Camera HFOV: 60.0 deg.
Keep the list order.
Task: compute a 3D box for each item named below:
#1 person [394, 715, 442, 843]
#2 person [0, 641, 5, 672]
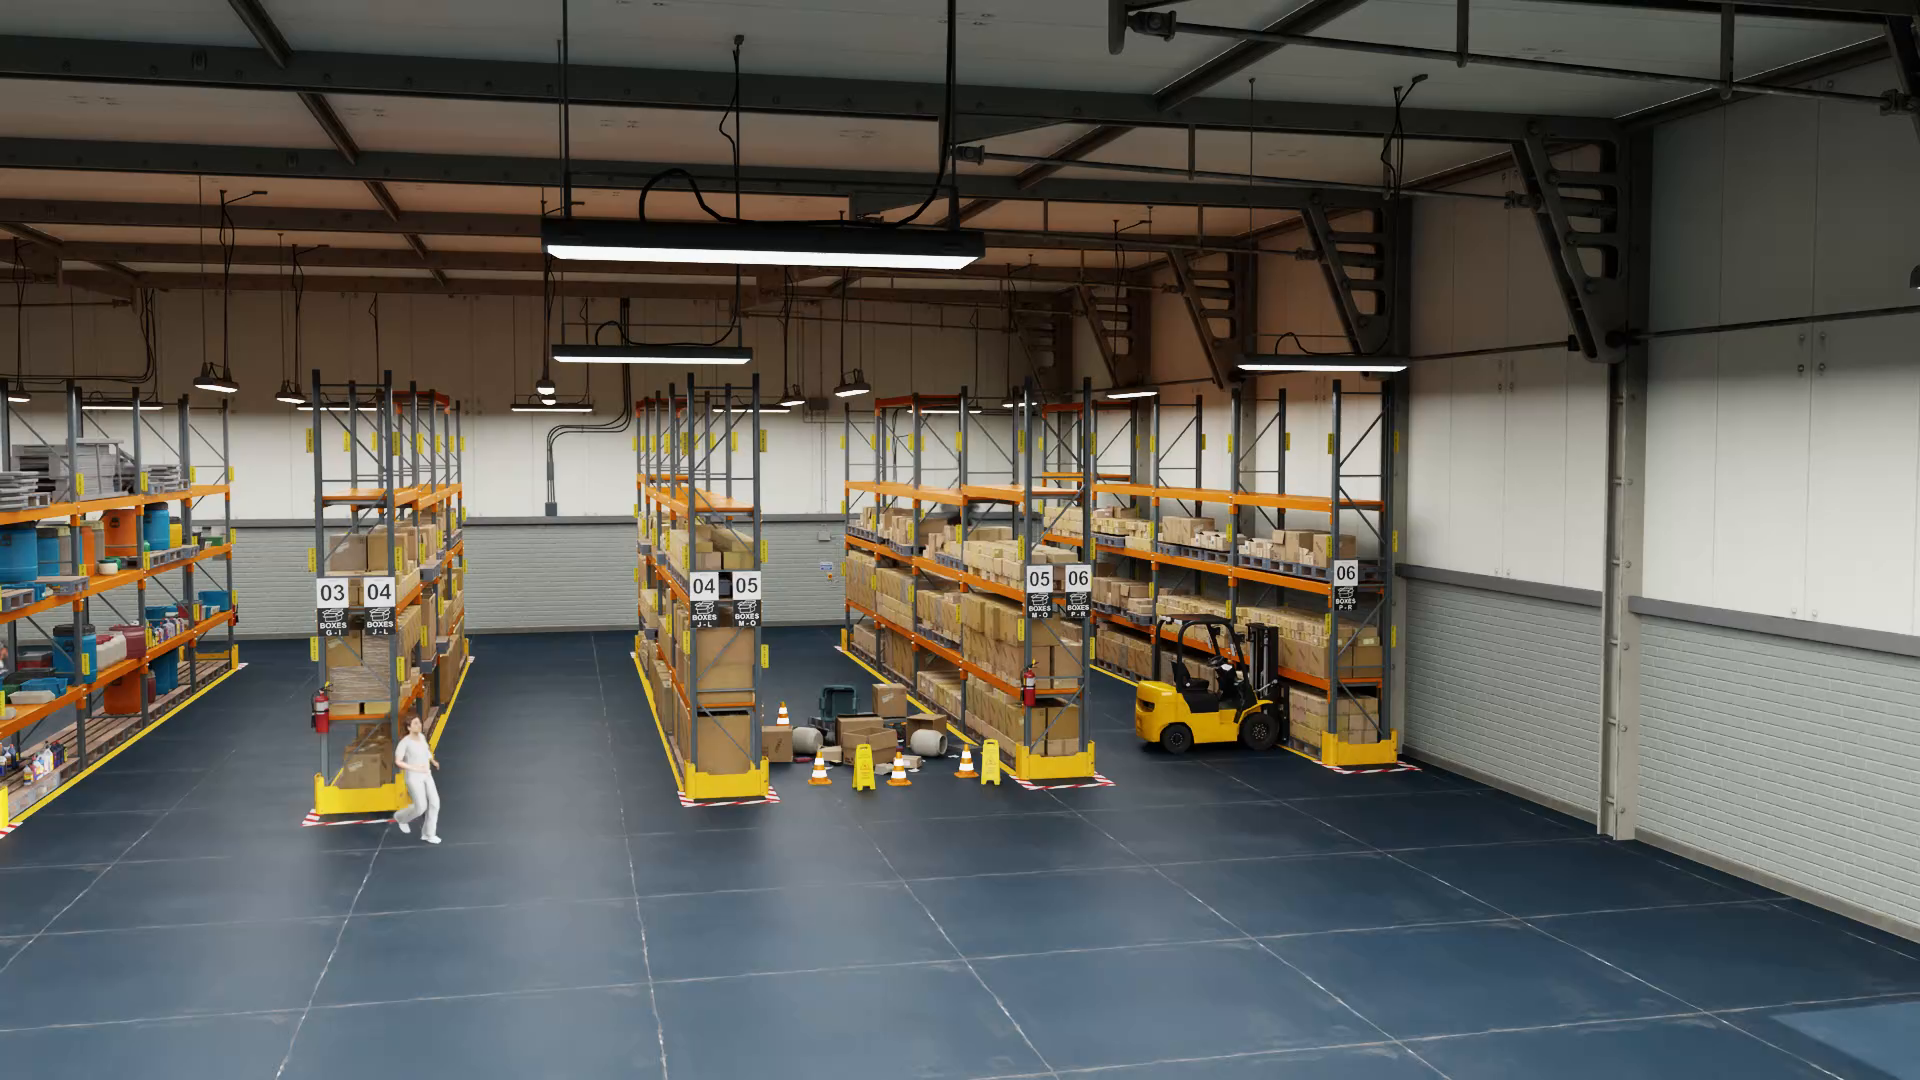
[{"bbox_3d":[-6.883,3.001,20.908,0.710,1.633,0.602,1,4,22],"label":"person"},{"bbox_3d":[-17.471,2.400,29.738,0.636,1.823,0.763,-1,4,-21],"label":"person"}]
